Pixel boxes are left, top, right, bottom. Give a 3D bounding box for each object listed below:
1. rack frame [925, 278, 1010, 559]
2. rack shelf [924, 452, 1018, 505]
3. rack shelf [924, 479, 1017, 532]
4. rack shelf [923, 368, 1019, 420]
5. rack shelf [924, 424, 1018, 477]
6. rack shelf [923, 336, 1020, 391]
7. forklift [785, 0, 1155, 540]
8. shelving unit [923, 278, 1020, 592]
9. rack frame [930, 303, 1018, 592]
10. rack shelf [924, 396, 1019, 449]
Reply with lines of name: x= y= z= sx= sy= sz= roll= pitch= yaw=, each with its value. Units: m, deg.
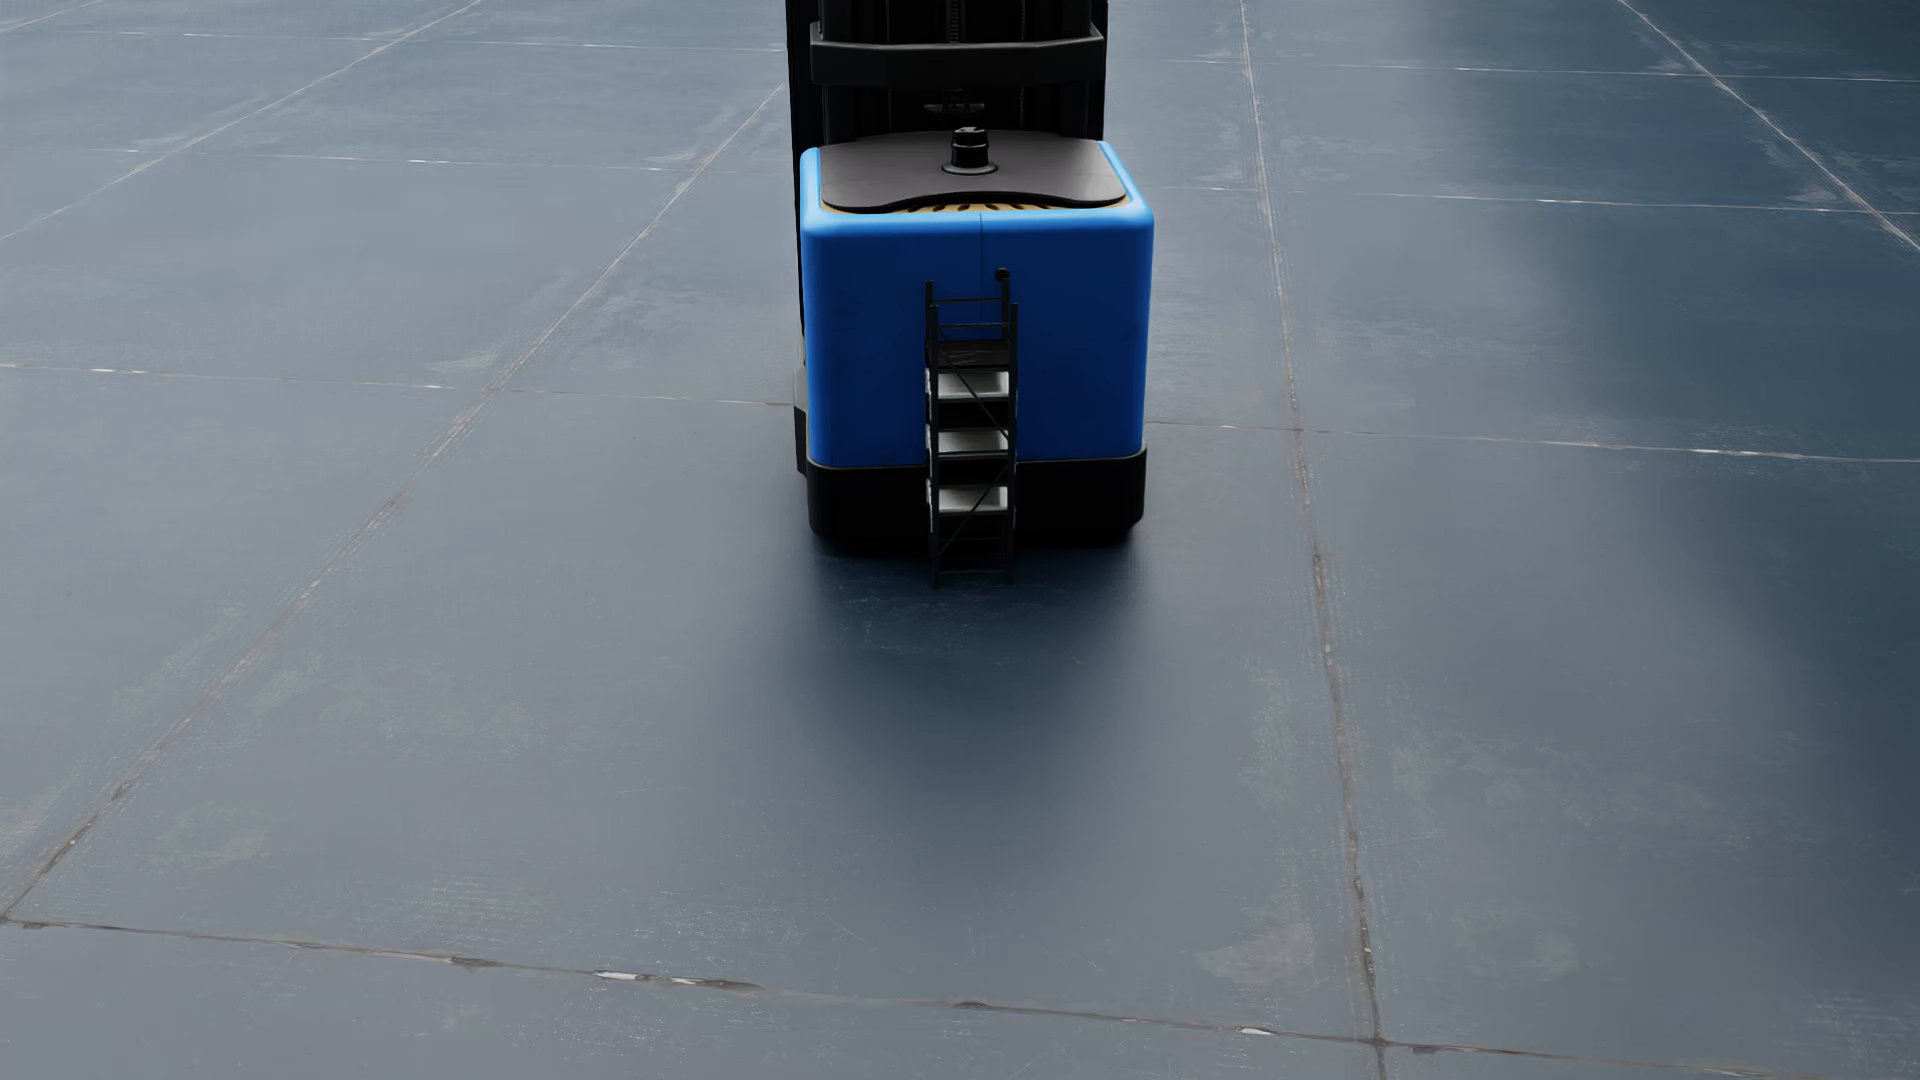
rack frame: x=0.021 y=-0.344 z=4.940 sx=0.240 sy=0.900 sz=0.006 roll=-2 pitch=28 yaw=-4
rack shelf: x=0.030 y=-0.188 z=4.910 sx=0.258 sy=0.077 sz=0.200 roll=-2 pitch=28 yaw=-4
rack shelf: x=0.030 y=-0.108 z=4.952 sx=0.258 sy=0.077 sz=0.200 roll=-2 pitch=28 yaw=-4
rack shelf: x=0.030 y=-0.425 z=4.782 sx=0.258 sy=0.077 sz=0.200 roll=-2 pitch=28 yaw=-4
rack shelf: x=0.030 y=-0.267 z=4.867 sx=0.258 sy=0.077 sz=0.200 roll=-2 pitch=28 yaw=-4
rack shelf: x=0.030 y=-0.505 z=4.739 sx=0.258 sy=0.077 sz=0.200 roll=-2 pitch=28 yaw=-4
forklift: x=-0.066 y=-1.960 z=5.799 sx=1.130 sy=2.935 sz=3.031 roll=-2 pitch=28 yaw=-4
shelving unit: x=0.030 y=-0.296 z=4.851 sx=0.258 sy=0.900 sz=0.210 roll=-2 pitch=28 yaw=-4
rack frame: x=0.039 y=-0.248 z=4.762 sx=0.240 sy=0.900 sz=0.006 roll=-2 pitch=28 yaw=-4
rack shelf: x=0.030 y=-0.346 z=4.824 sx=0.258 sy=0.077 sz=0.200 roll=-2 pitch=28 yaw=-4
